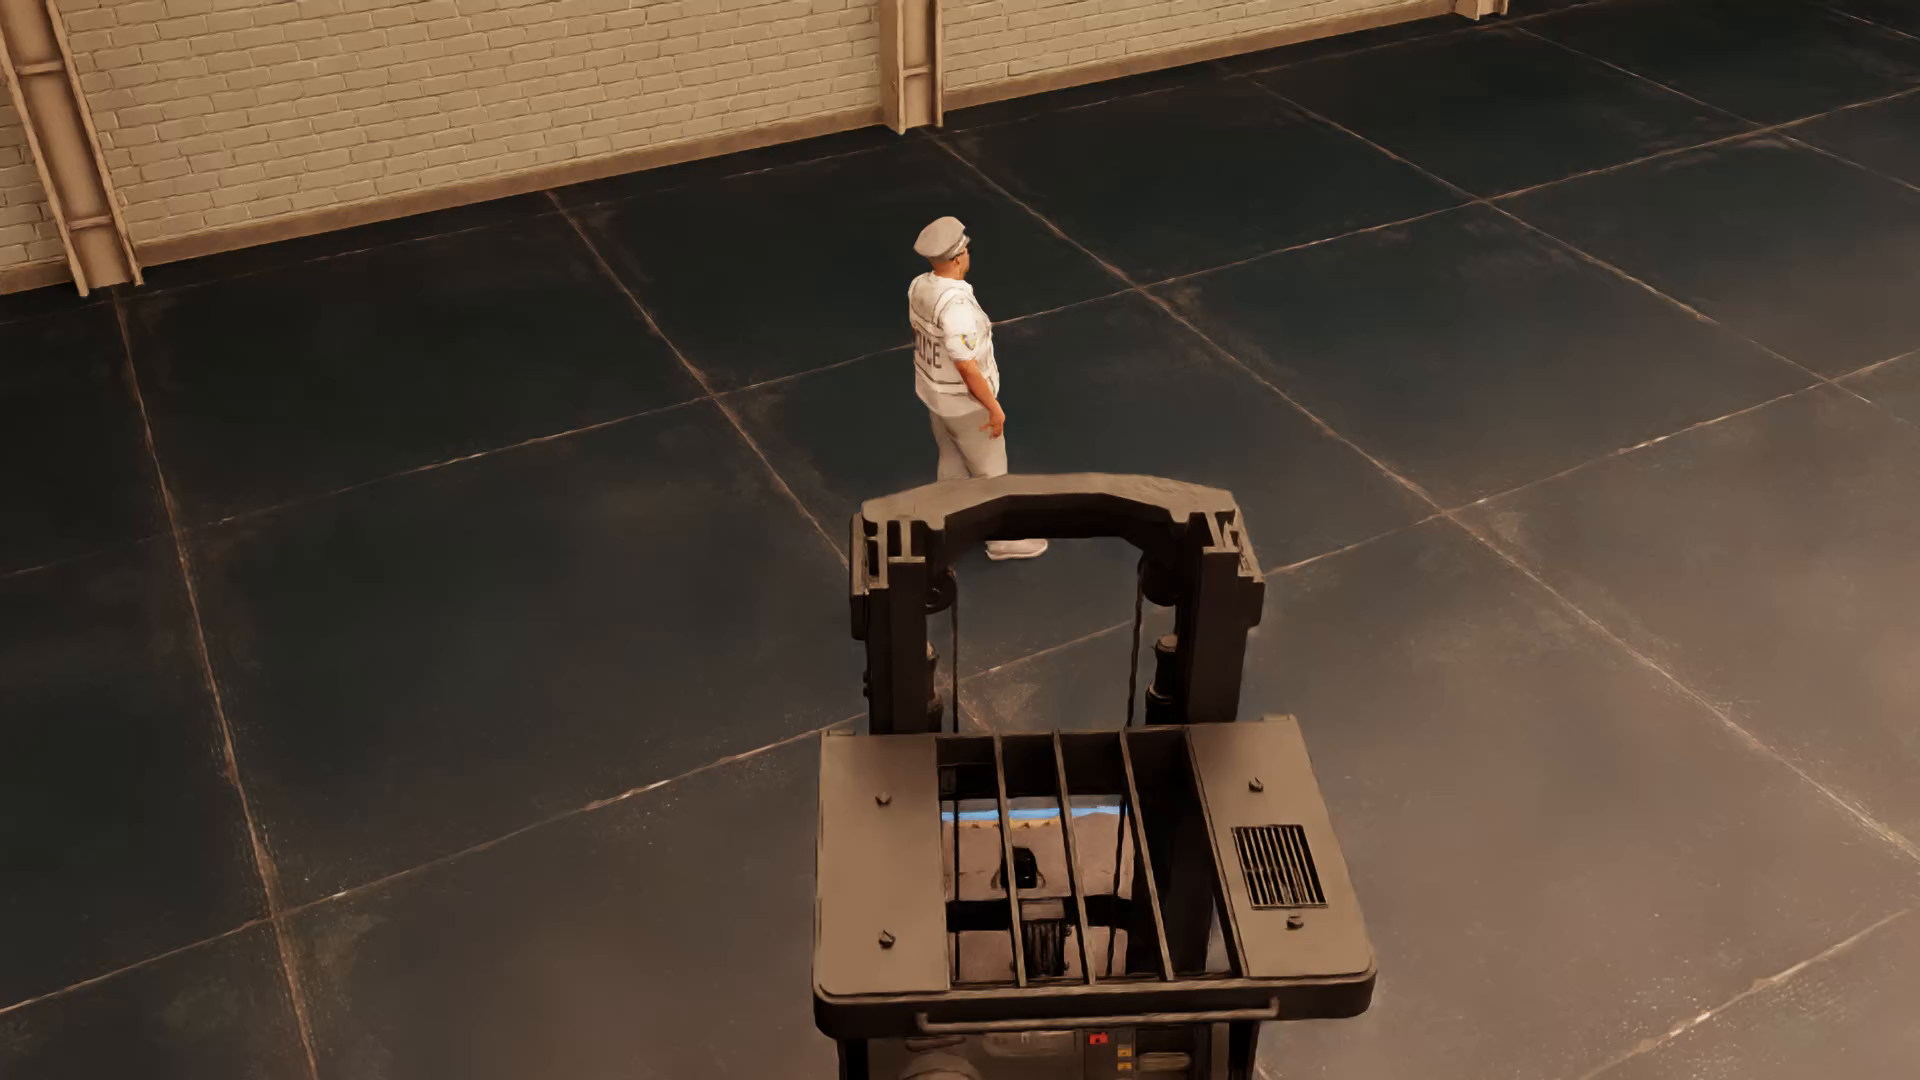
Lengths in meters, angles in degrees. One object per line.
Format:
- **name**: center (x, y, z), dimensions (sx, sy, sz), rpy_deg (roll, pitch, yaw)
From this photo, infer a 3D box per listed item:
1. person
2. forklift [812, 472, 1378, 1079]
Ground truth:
- **person**: center (0.074, -0.749, 8.165), dimensions (0.574, 1.781, 0.640), rpy_deg (-17, 39, -23)
- **forklift**: center (0.241, 1.425, 4.107), dimensions (1.130, 2.935, 3.031), rpy_deg (-2, 35, -2)
